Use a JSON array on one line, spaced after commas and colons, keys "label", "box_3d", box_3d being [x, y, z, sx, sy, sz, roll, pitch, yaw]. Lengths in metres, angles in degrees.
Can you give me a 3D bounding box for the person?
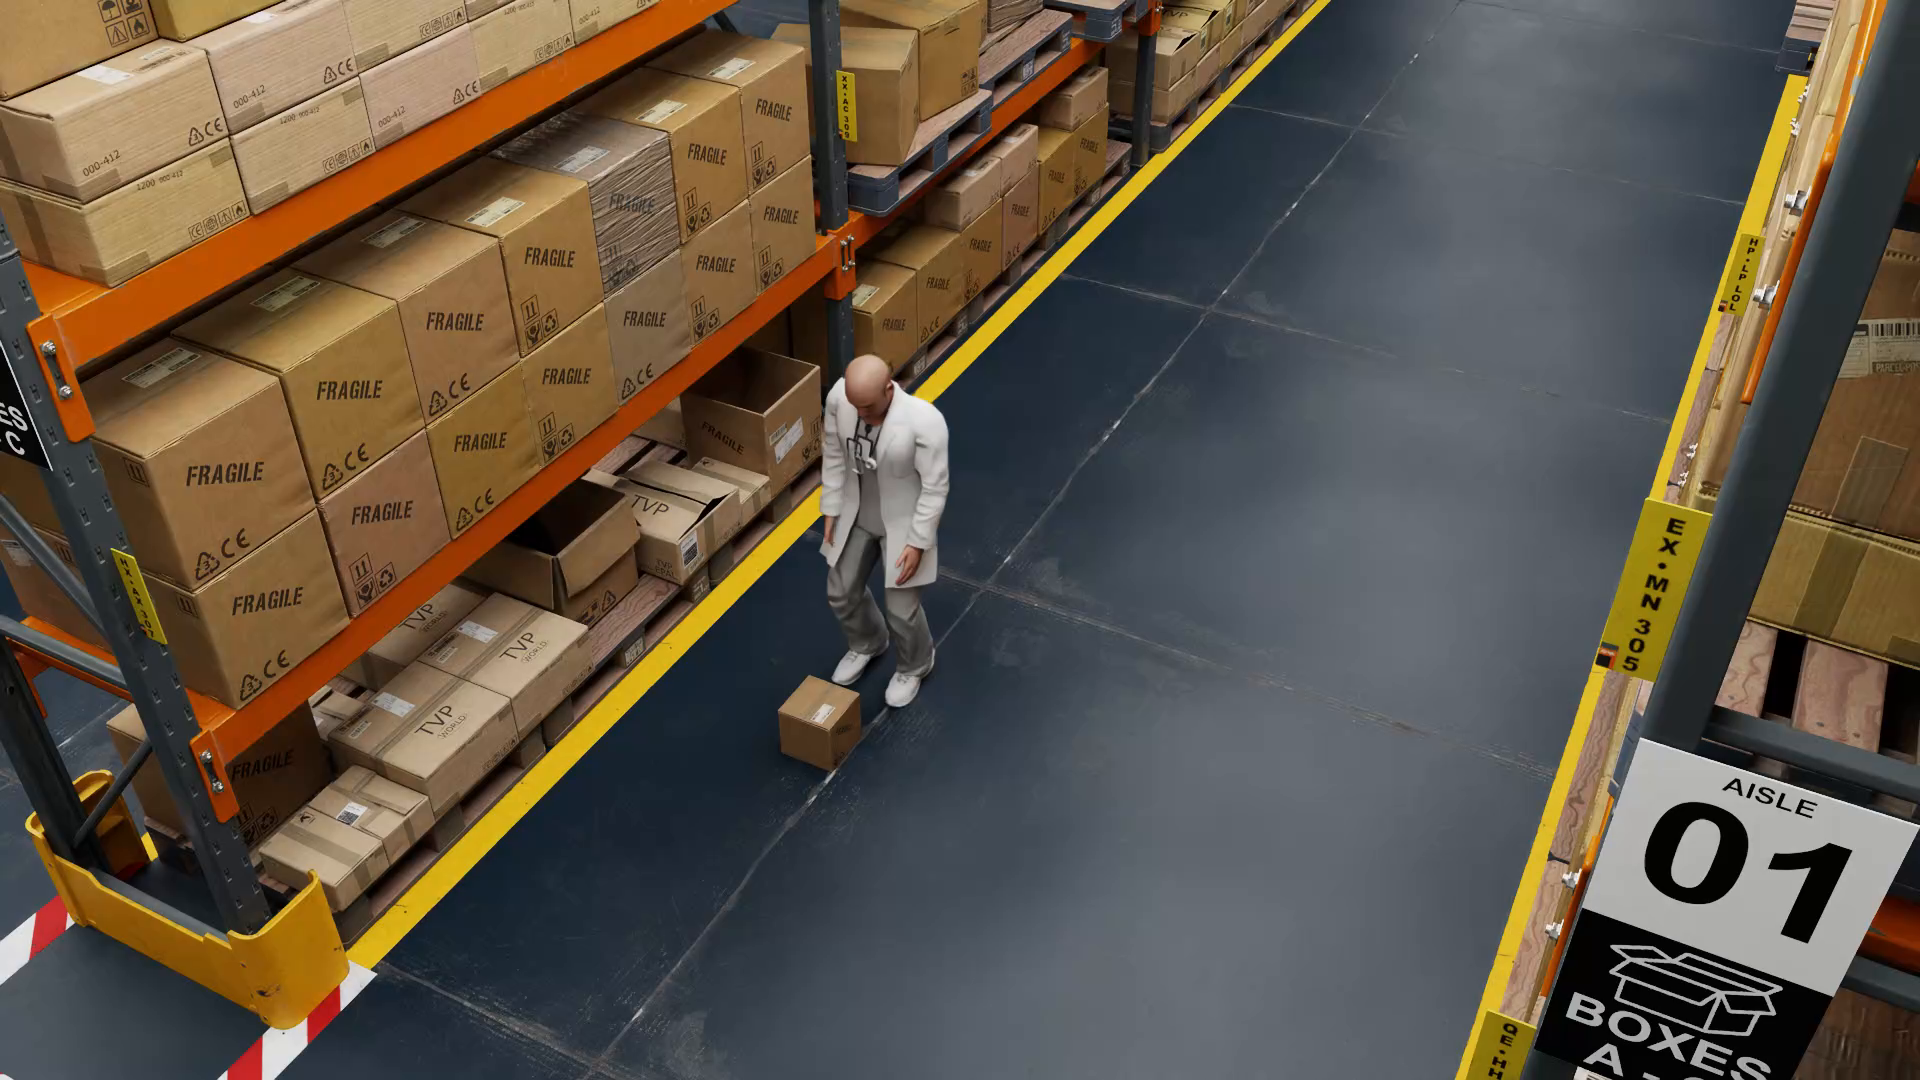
[{"label": "person", "box_3d": [-0.311, -0.063, 6.906, 0.595, 1.715, 0.448, 21, 42, 25]}]
